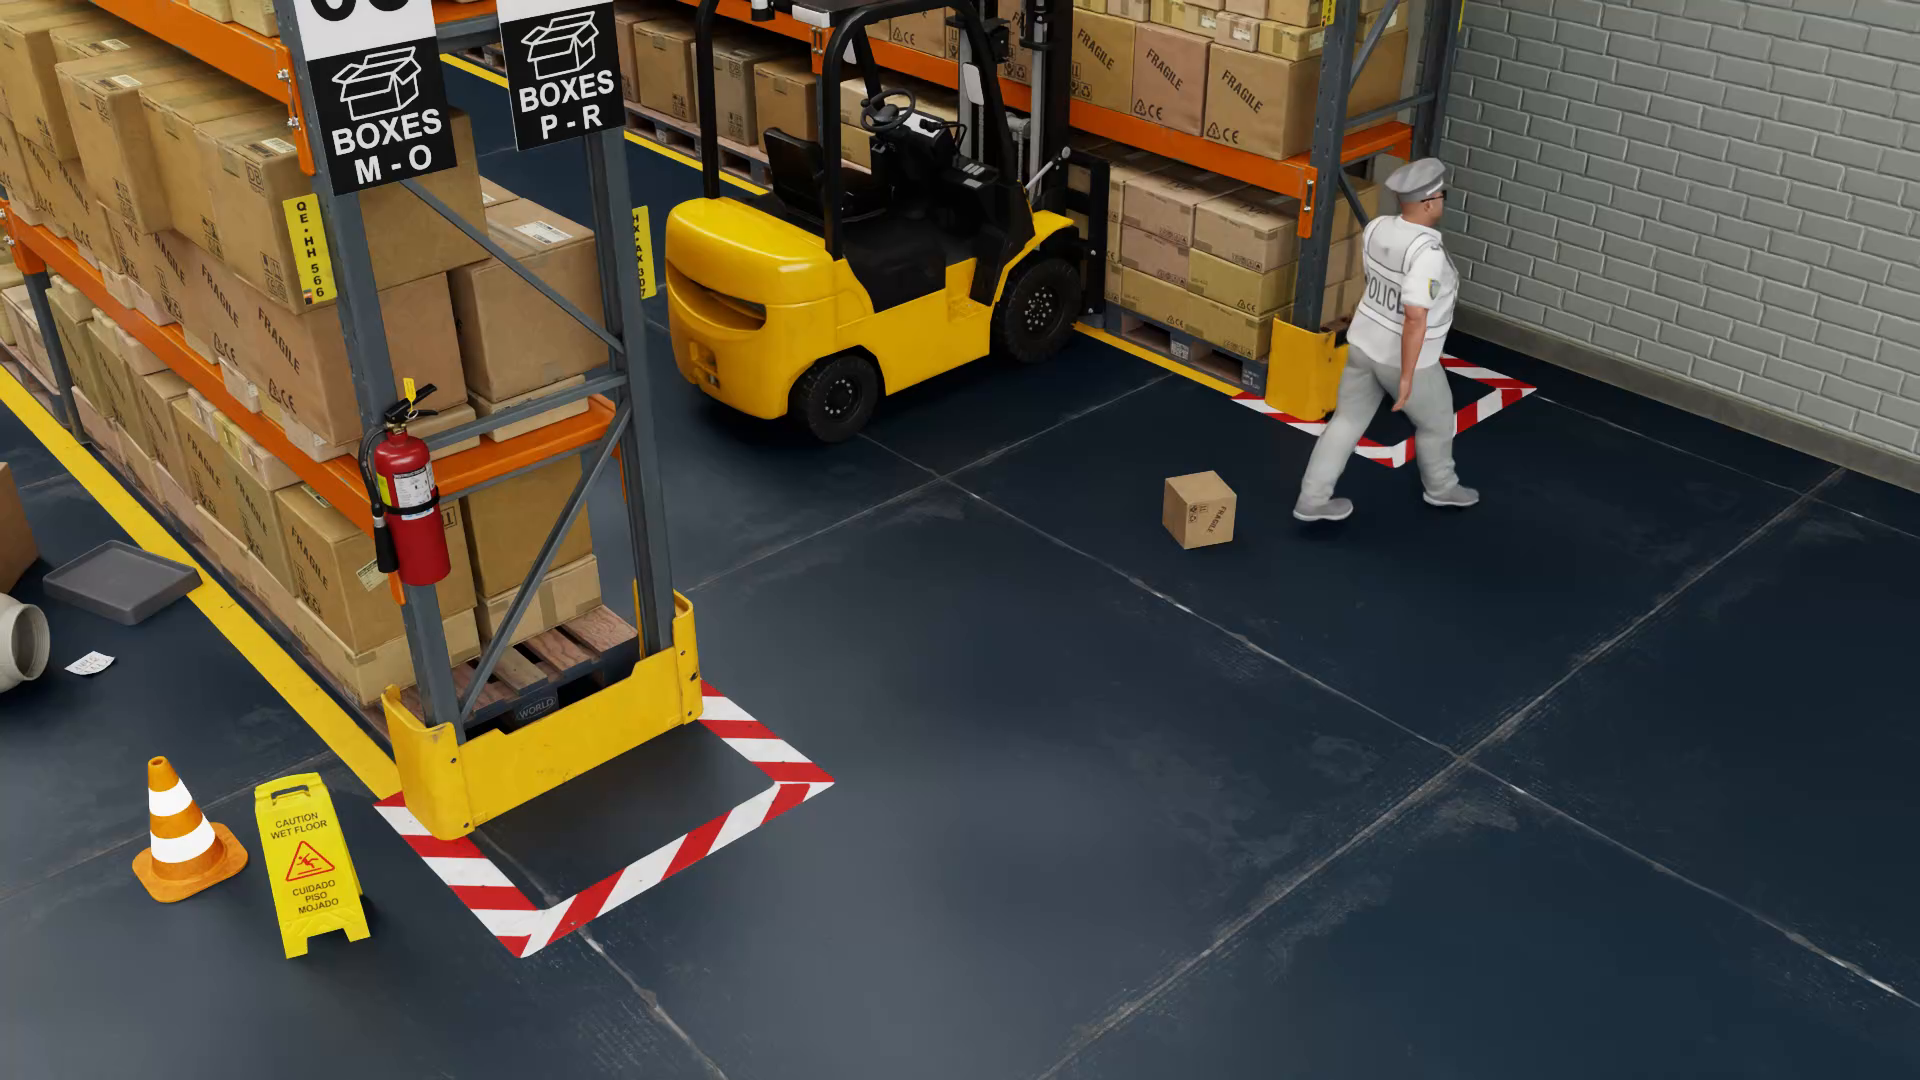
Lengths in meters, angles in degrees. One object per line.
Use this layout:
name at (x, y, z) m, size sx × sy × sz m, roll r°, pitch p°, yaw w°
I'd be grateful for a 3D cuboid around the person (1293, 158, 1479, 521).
person at (2.038, -0.879, 7.565) m, size 1.003 × 1.757 × 0.585 m, roll -17°, pitch 35°, yaw -26°
